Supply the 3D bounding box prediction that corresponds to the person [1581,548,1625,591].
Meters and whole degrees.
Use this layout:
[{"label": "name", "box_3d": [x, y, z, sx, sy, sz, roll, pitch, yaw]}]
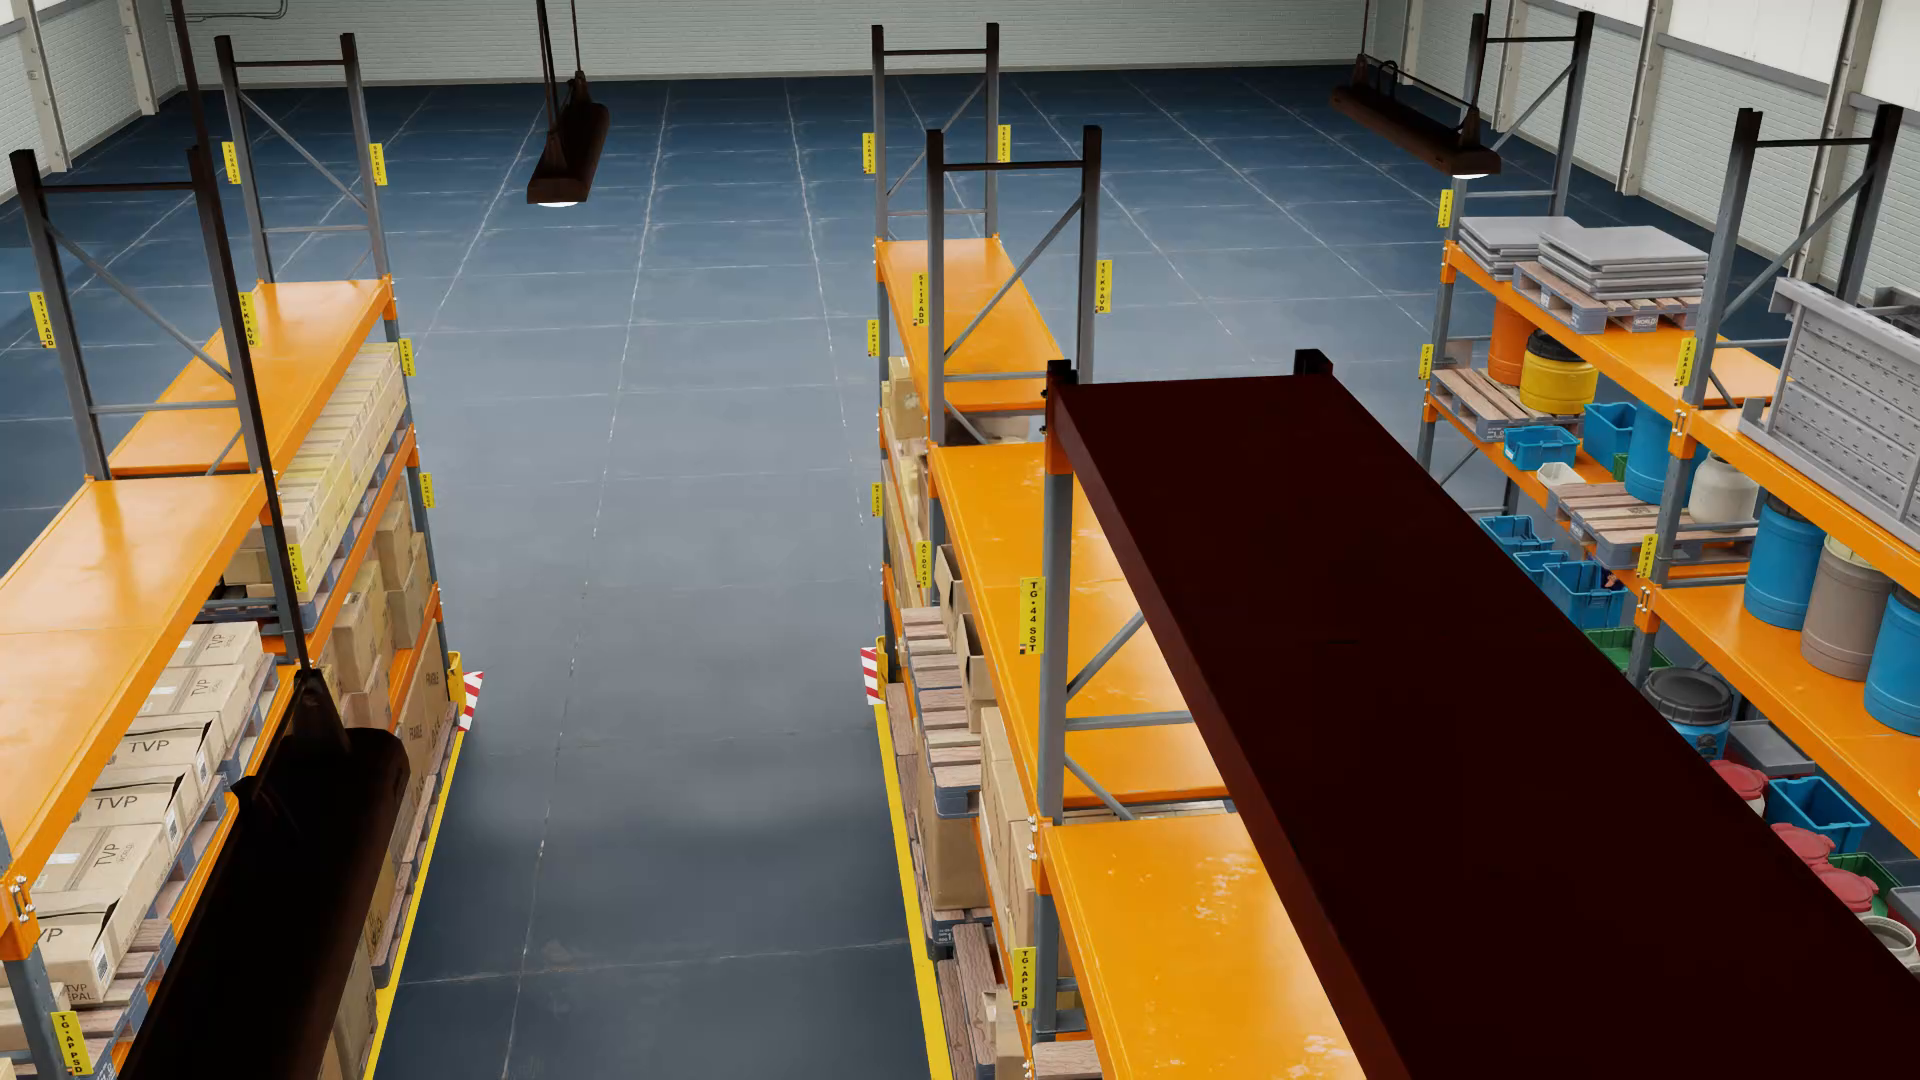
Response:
[{"label": "person", "box_3d": [6.201, 0.362, 15.983, 0.499, 1.717, 0.671, 10, 27, 21]}]
